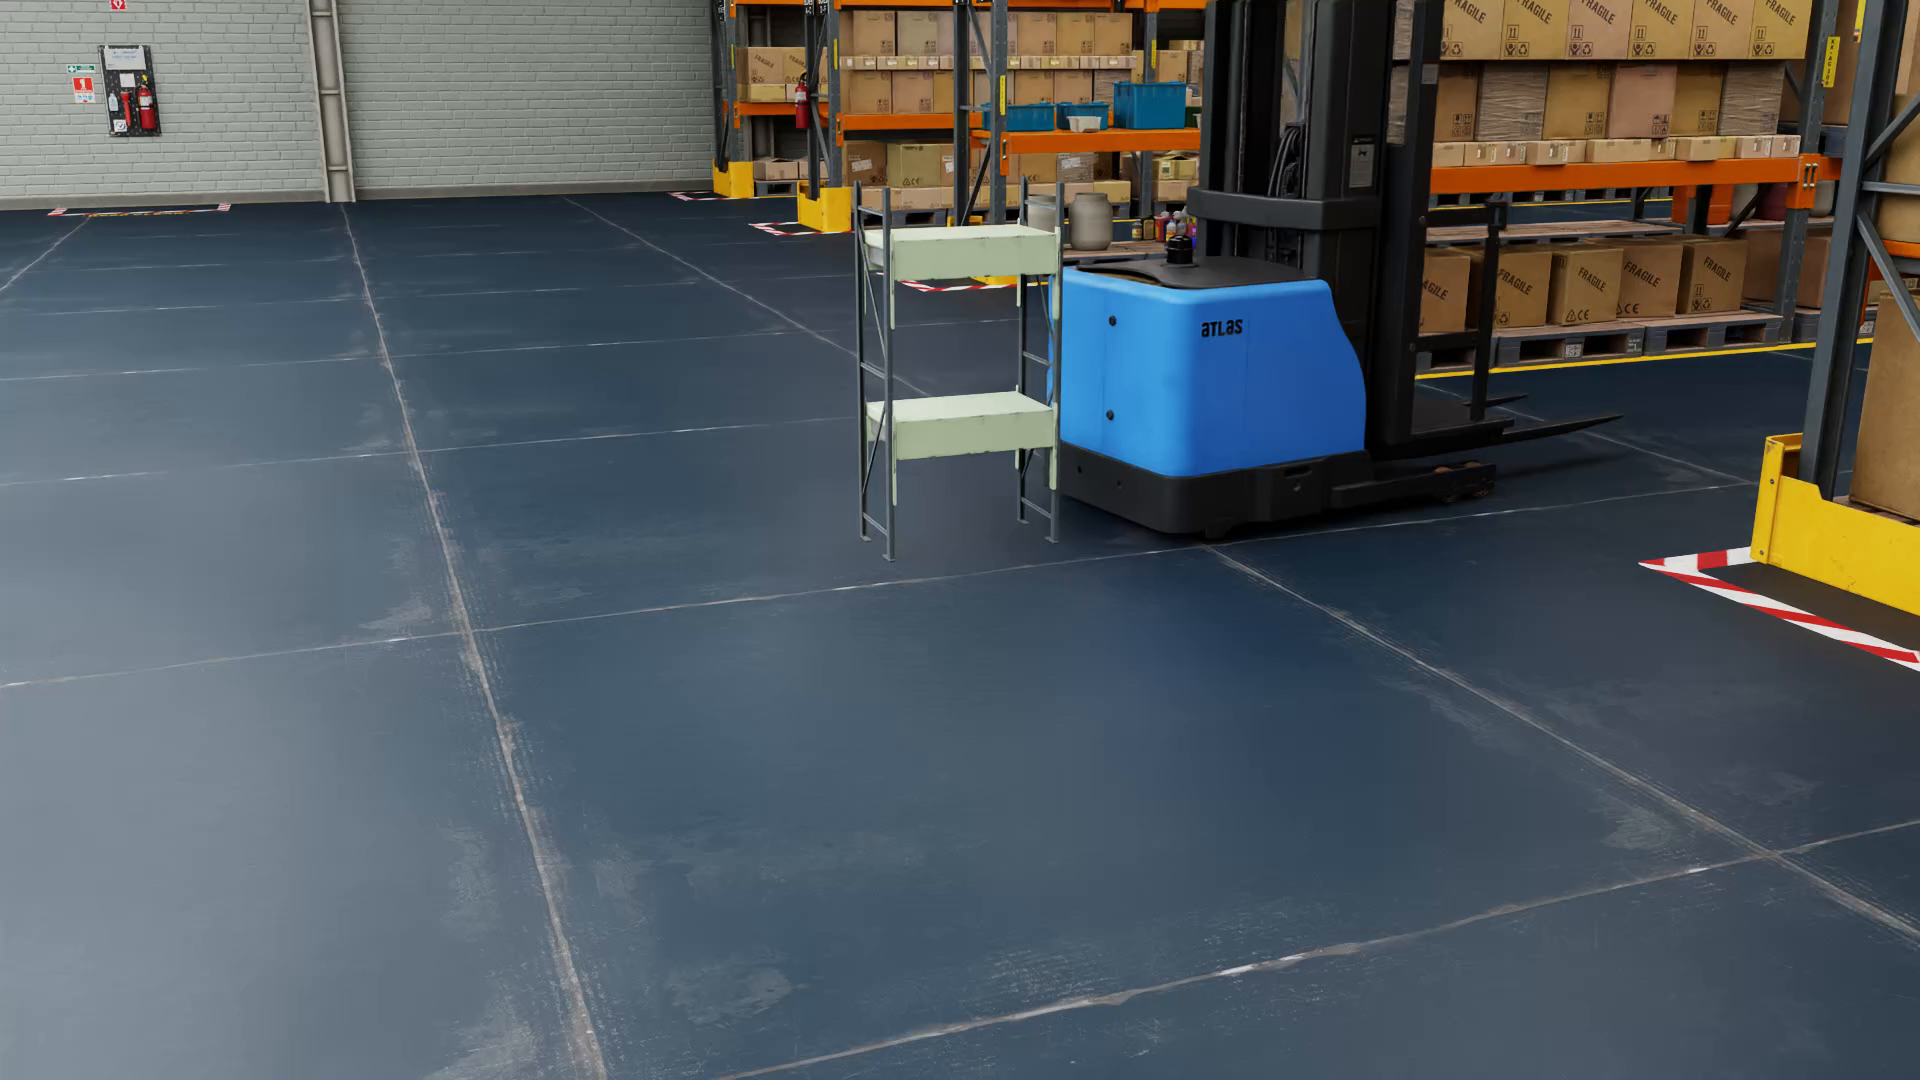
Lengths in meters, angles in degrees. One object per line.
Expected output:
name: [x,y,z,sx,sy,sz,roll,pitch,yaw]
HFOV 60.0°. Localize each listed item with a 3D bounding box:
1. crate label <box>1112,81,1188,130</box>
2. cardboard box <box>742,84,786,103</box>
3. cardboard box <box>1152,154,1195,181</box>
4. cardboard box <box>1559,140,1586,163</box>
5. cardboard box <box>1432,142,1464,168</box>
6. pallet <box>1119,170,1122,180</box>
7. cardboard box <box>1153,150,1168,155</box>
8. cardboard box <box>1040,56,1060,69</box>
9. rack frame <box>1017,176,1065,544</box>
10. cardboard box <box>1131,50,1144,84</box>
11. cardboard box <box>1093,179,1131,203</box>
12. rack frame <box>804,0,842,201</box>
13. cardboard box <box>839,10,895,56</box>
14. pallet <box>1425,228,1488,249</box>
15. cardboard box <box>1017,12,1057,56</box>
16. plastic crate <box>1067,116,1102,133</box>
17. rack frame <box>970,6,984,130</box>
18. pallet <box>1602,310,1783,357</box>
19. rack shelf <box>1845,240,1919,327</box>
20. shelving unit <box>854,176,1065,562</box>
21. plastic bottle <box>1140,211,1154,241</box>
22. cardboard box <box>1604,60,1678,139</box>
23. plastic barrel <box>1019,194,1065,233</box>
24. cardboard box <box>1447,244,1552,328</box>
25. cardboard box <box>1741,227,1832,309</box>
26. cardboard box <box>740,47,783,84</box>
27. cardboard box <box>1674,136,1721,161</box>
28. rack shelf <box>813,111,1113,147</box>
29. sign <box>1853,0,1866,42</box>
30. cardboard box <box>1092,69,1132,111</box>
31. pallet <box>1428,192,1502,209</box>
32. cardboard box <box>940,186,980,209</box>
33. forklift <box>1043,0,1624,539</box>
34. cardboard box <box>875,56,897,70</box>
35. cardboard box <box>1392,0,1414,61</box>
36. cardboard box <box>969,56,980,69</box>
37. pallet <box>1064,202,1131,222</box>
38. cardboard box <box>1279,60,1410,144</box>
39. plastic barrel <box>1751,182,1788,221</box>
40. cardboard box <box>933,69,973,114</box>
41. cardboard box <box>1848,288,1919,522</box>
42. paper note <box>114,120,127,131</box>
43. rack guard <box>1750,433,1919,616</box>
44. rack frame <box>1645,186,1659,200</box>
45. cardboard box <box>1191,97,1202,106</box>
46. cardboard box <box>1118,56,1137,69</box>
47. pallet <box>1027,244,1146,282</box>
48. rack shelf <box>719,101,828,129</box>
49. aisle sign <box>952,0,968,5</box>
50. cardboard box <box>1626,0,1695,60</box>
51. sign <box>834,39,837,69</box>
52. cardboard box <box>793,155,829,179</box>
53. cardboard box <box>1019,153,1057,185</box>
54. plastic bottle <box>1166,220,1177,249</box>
crate label: [1.798,-4.132,15.784,0.616,0.435,0.502,-6,17,-20]
cardboard box: [-2.800,-6.369,23.692,0.500,0.250,0.500,-7,18,-22]
cardboard box: [2.617,-4.693,20.895,0.500,0.311,0.500,-6,17,-20]
cardboard box: [3.921,-2.587,11.029,0.250,0.149,0.380,-6,17,-20]
cardboard box: [3.005,-2.473,10.642,0.250,0.149,0.380,-6,17,-20]
pallet: [2.233,-5.734,26.248,1.213,0.211,1.003,-6,17,-20]
cardboard box: [2.925,-6.176,26.461,0.500,0.500,0.700,-6,17,-20]
cardboard box: [1.014,-5.739,19.988,0.250,0.149,0.380,-6,17,-20]
rack frame: [0.336,-0.756,7.010,0.023,1.500,0.400,-6,17,-20]
cardboard box: [2.510,-7.349,25.843,0.500,0.500,0.700,-6,17,-20]
cardboard box: [1.787,-4.343,20.700,0.500,0.250,0.500,-6,17,-20]
rack frame: [-1.593,-5.162,19.354,0.127,3.000,1.000,-6,17,-20]
cardboard box: [-1.103,-5.882,19.324,0.500,0.500,0.700,-6,17,-20]
pallet: [4.630,-3.013,16.985,1.213,0.211,1.003,-6,17,-20]
cardboard box: [0.790,-6.088,20.026,0.500,0.500,0.700,-6,17,-20]
plastic crate: [1.126,-3.738,14.971,0.250,0.136,0.298,-6,17,-20]
rack frame: [0.366,-6.869,25.164,0.127,3.000,1.000,-6,17,-20]
pallet: [5.069,-1.544,11.981,1.213,0.211,1.003,-6,17,-20]
rack shelf: [5.496,-1.097,6.786,4.000,0.370,1.077,-6,17,-20]
shelving unit: [-0.006,-0.719,6.885,0.755,1.500,0.431,-6,17,-20]
plastic bottle: [1.836,-3.083,16.315,0.133,0.283,0.061,-6,17,-19]
cardboard box: [4.330,-3.002,11.293,0.500,0.500,0.875,-6,17,-20]
plastic barrel: [0.763,-2.953,15.500,0.421,0.512,0.421,0,16,0]
cardboard box: [3.674,-1.744,11.403,0.500,0.500,0.500,-4,17,-15]
cardboard box: [6.264,-2.027,12.332,0.500,0.500,0.700,-8,18,-24]
cardboard box: [-2.816,-6.732,23.598,0.500,0.500,0.500,-6,17,-20]
cardboard box: [4.902,-2.653,11.253,0.250,0.149,0.380,-6,17,-20]
rack shelf: [0.274,-5.019,20.142,4.000,0.370,1.077,-6,17,-20]
sign: [3.447,-2.054,6.293,0.005,0.325,0.100,-6,17,-20]
cardboard box: [1.730,-5.567,20.555,0.500,0.500,0.700,-7,18,-22]
pallet: [6.588,-4.696,22.716,1.213,0.211,1.003,-6,17,-20]
cardboard box: [-0.080,-4.142,20.013,0.500,0.250,0.500,-6,17,-20]
forklift: [1.915,-1.695,7.669,3.031,2.935,1.130,-9,19,-29]
cardboard box: [-0.904,-5.532,19.283,0.250,0.149,0.380,-7,18,-22]
cardboard box: [2.559,-3.210,10.225,0.500,0.500,0.500,-6,17,-20]
cardboard box: [0.052,-5.635,19.634,0.250,0.149,0.380,-6,18,-21]
pallet: [1.384,-4.159,20.884,1.213,0.211,1.003,-6,17,-20]
cardboard box: [2.471,-2.794,10.585,0.500,0.500,0.875,-6,17,-20]
plastic barrel: [9.151,-3.877,18.513,0.708,0.588,0.600,-6,17,-20]
cardboard box: [-0.198,-5.357,19.838,0.500,0.500,0.700,-6,17,-20]
cardboard box: [4.238,-0.508,6.530,0.875,0.875,0.875,-6,17,-20]
paper note: [-11.139,-5.497,22.057,0.142,0.148,0.016,-6,17,-20]
rack guard: [3.606,-0.039,6.342,0.348,0.500,1.175,-6,17,-20]
rack frame: [9.612,-6.372,23.474,0.127,3.000,1.000,-6,17,-20]
cardboard box: [3.042,-5.481,20.883,0.250,0.149,0.380,-6,17,-20]
cardboard box: [1.965,-5.841,20.336,0.250,0.149,0.380,-6,17,-20]
pallet: [0.990,-2.621,15.650,1.213,0.211,1.003,-6,17,-20]
rack shelf: [-1.502,-6.322,24.579,4.000,0.370,1.077,-6,17,-20]
aisle sign: [0.002,-5.177,14.790,0.004,0.787,0.394,-6,17,-20]
cardboard box: [4.428,-3.411,10.909,0.500,0.500,0.500,-6,17,-20]
sign: [-1.400,-5.469,18.721,0.005,0.325,0.100,-6,17,-20]
cardboard box: [-2.159,-5.490,24.460,0.500,0.311,0.500,-5,17,-15]
cardboard box: [0.850,-4.605,20.258,0.500,0.500,0.500,-6,17,-20]
plastic bottle: [1.980,-2.861,15.580,0.097,0.271,0.097,0,16,0]
